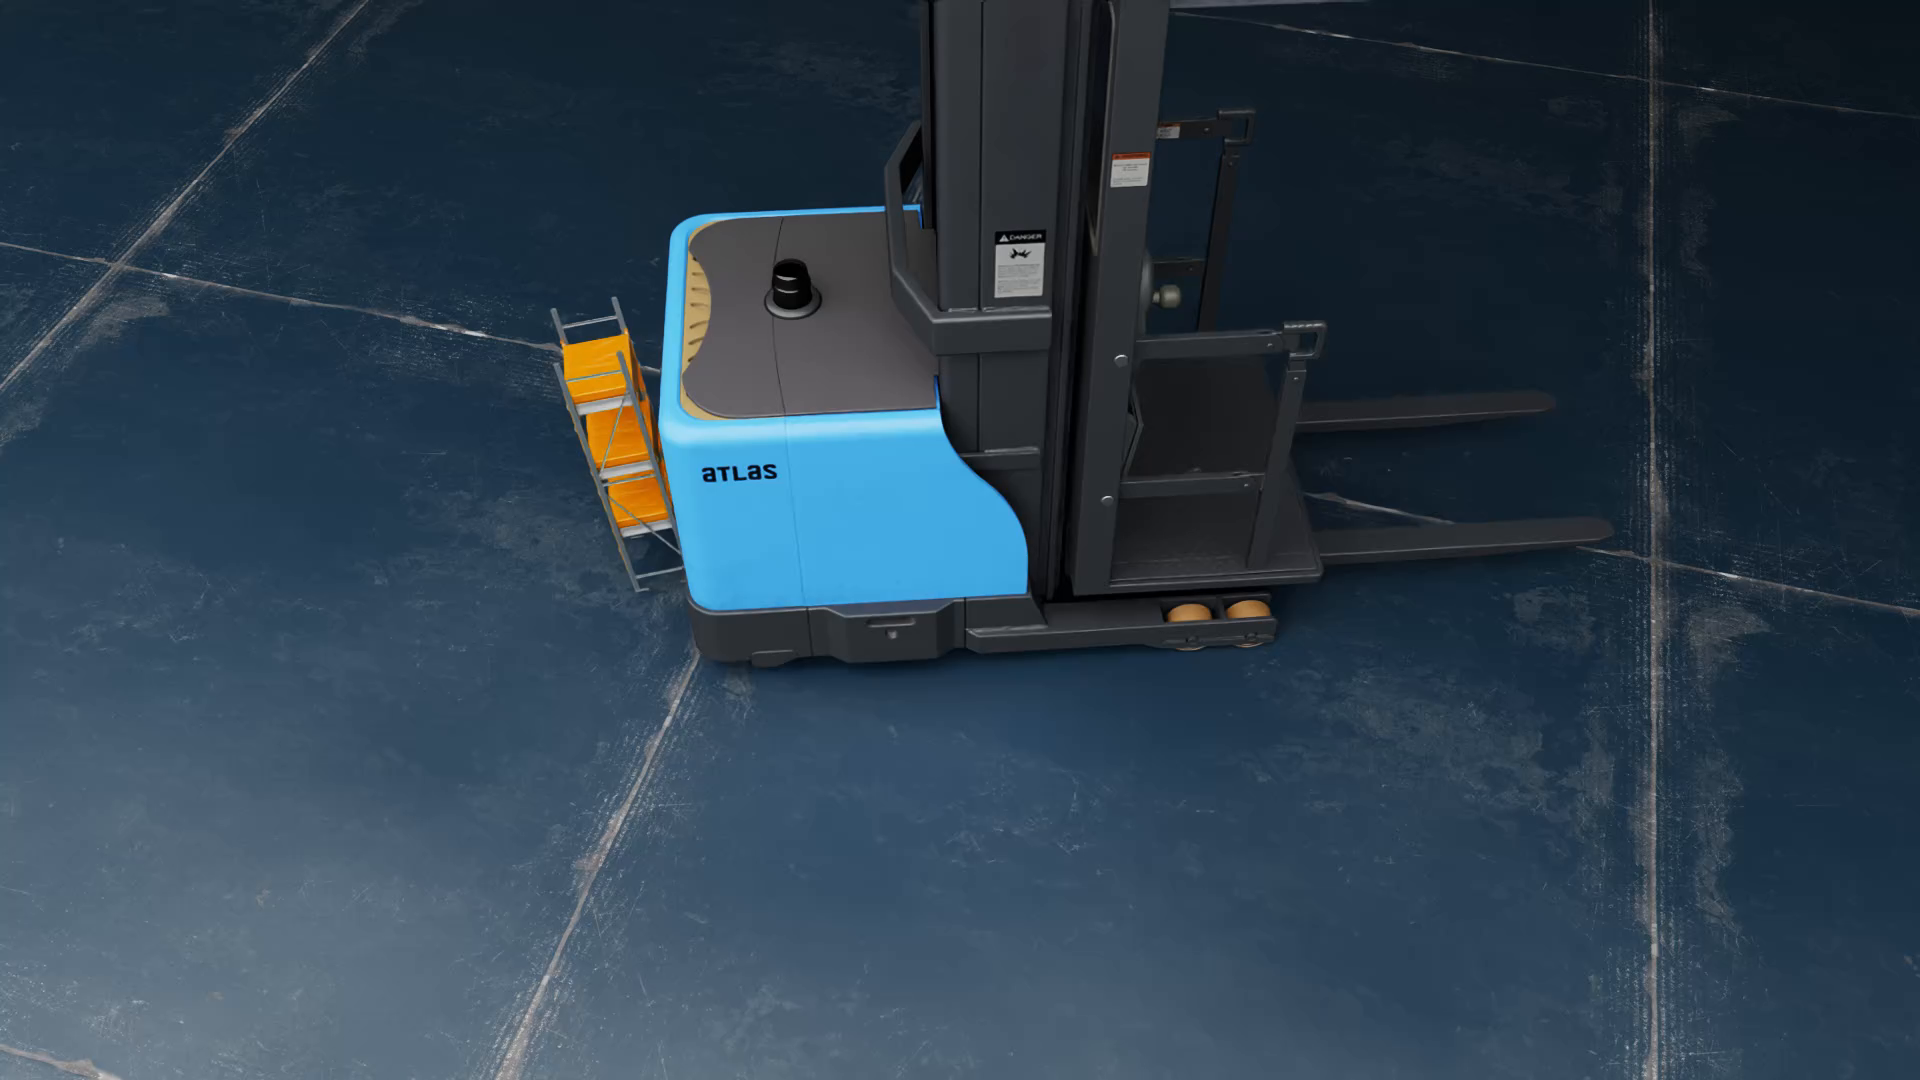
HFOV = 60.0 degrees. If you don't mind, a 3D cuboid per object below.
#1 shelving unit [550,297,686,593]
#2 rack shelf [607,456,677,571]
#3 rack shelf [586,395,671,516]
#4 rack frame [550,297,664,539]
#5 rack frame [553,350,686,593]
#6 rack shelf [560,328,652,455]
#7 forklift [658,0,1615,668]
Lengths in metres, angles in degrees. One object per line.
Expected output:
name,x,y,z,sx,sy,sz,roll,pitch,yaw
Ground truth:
shelving unit,-1.058,-0.276,5.283,0.215,1.050,0.252,-12,49,-4
rack shelf,-1.036,-0.089,5.501,0.215,0.259,0.240,-12,49,-4
rack shelf,-1.058,-0.269,5.291,0.215,0.259,0.240,-12,49,-4
rack frame,-1.082,-0.365,5.362,0.200,1.050,0.008,-12,49,-4
rack frame,-1.035,-0.186,5.203,0.200,1.050,0.008,-12,49,-4
rack shelf,-1.080,-0.453,5.076,0.215,0.259,0.240,-12,49,-4
forklift,0.622,-1.004,4.681,3.031,2.935,1.130,-3,49,-3
